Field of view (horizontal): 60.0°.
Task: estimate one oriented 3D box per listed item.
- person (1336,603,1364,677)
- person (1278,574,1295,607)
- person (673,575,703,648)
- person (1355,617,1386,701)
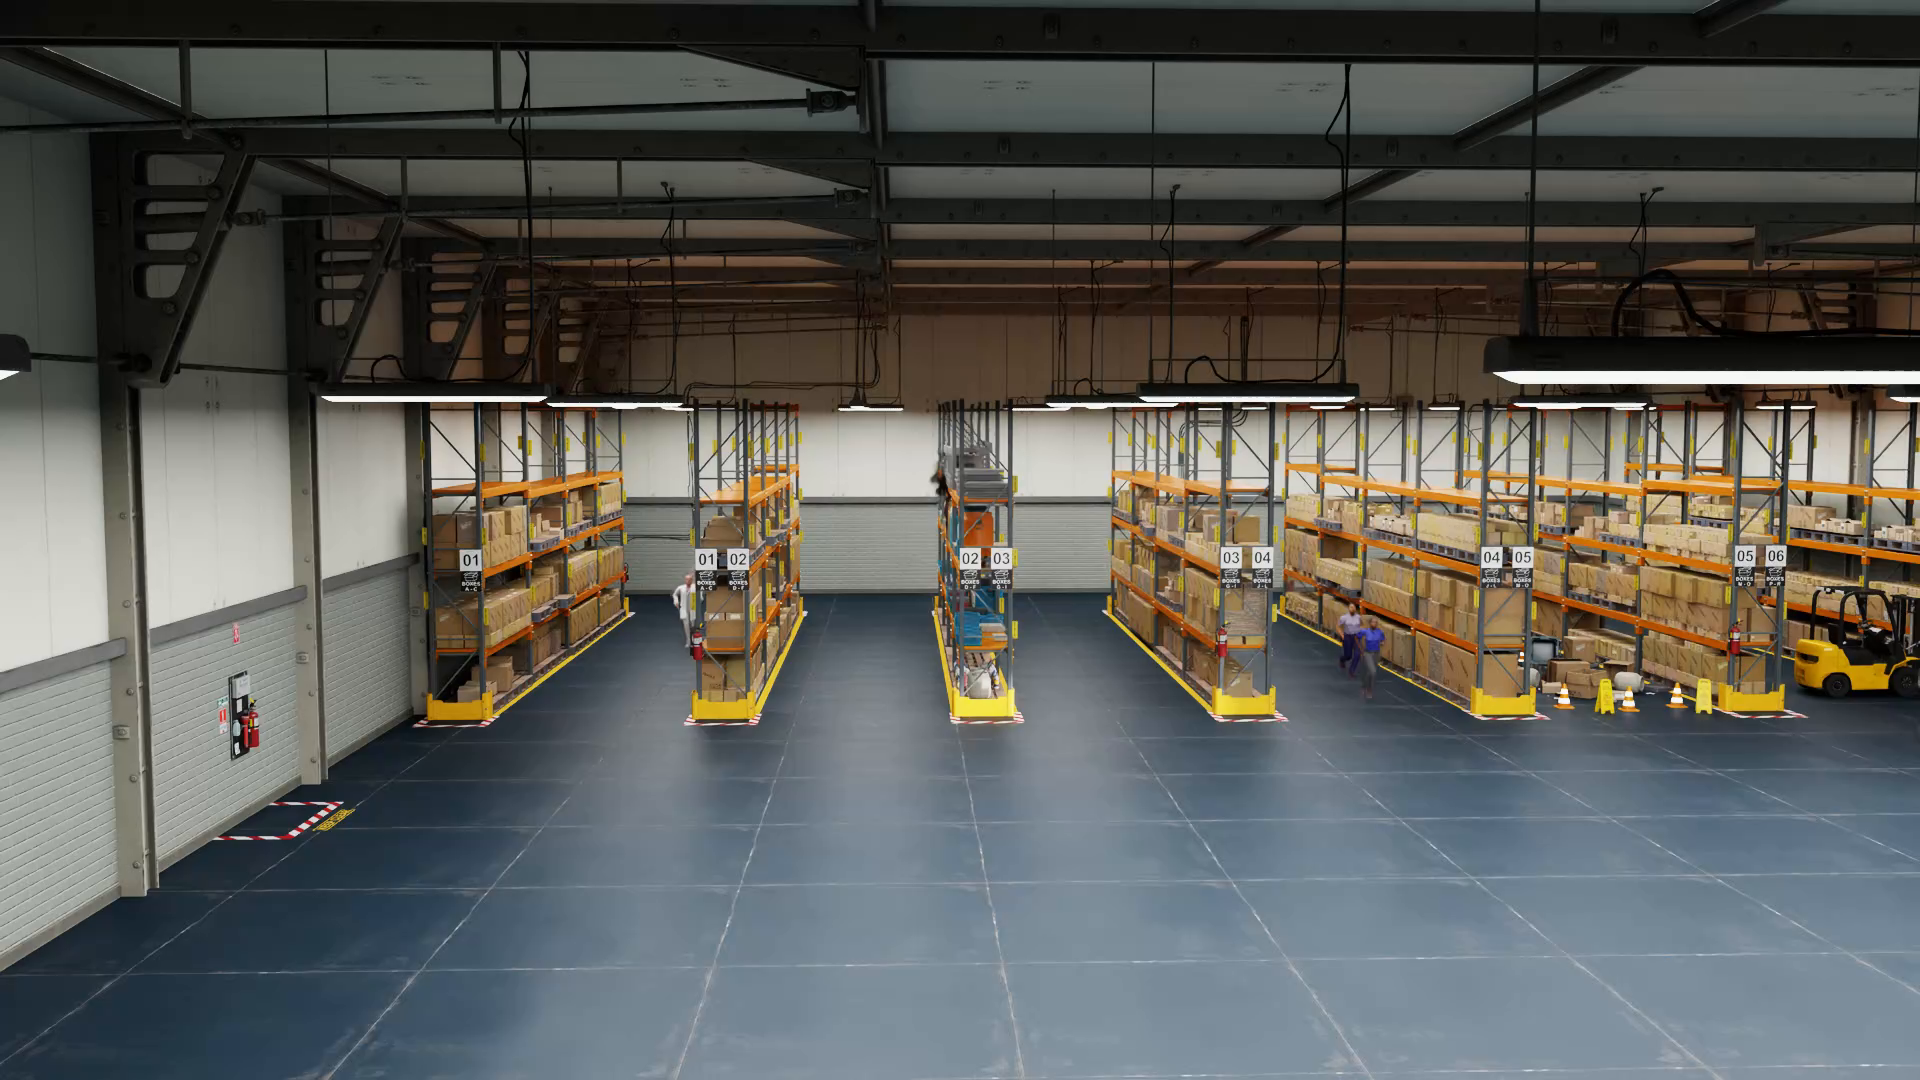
[{"bbox_3d":[8.546,2.177,36.369,0.614,1.609,0.575,-1,4,-7],"label":"person"},{"bbox_3d":[9.777,1.216,49.048,0.818,1.662,0.662,1,4,14],"label":"person"},{"bbox_3d":[-6.705,1.741,40.979,0.742,1.748,0.866,-1,4,-9],"label":"person"},{"bbox_3d":[8.262,2.377,33.444,0.555,1.693,0.788,-1,4,-14],"label":"person"}]
